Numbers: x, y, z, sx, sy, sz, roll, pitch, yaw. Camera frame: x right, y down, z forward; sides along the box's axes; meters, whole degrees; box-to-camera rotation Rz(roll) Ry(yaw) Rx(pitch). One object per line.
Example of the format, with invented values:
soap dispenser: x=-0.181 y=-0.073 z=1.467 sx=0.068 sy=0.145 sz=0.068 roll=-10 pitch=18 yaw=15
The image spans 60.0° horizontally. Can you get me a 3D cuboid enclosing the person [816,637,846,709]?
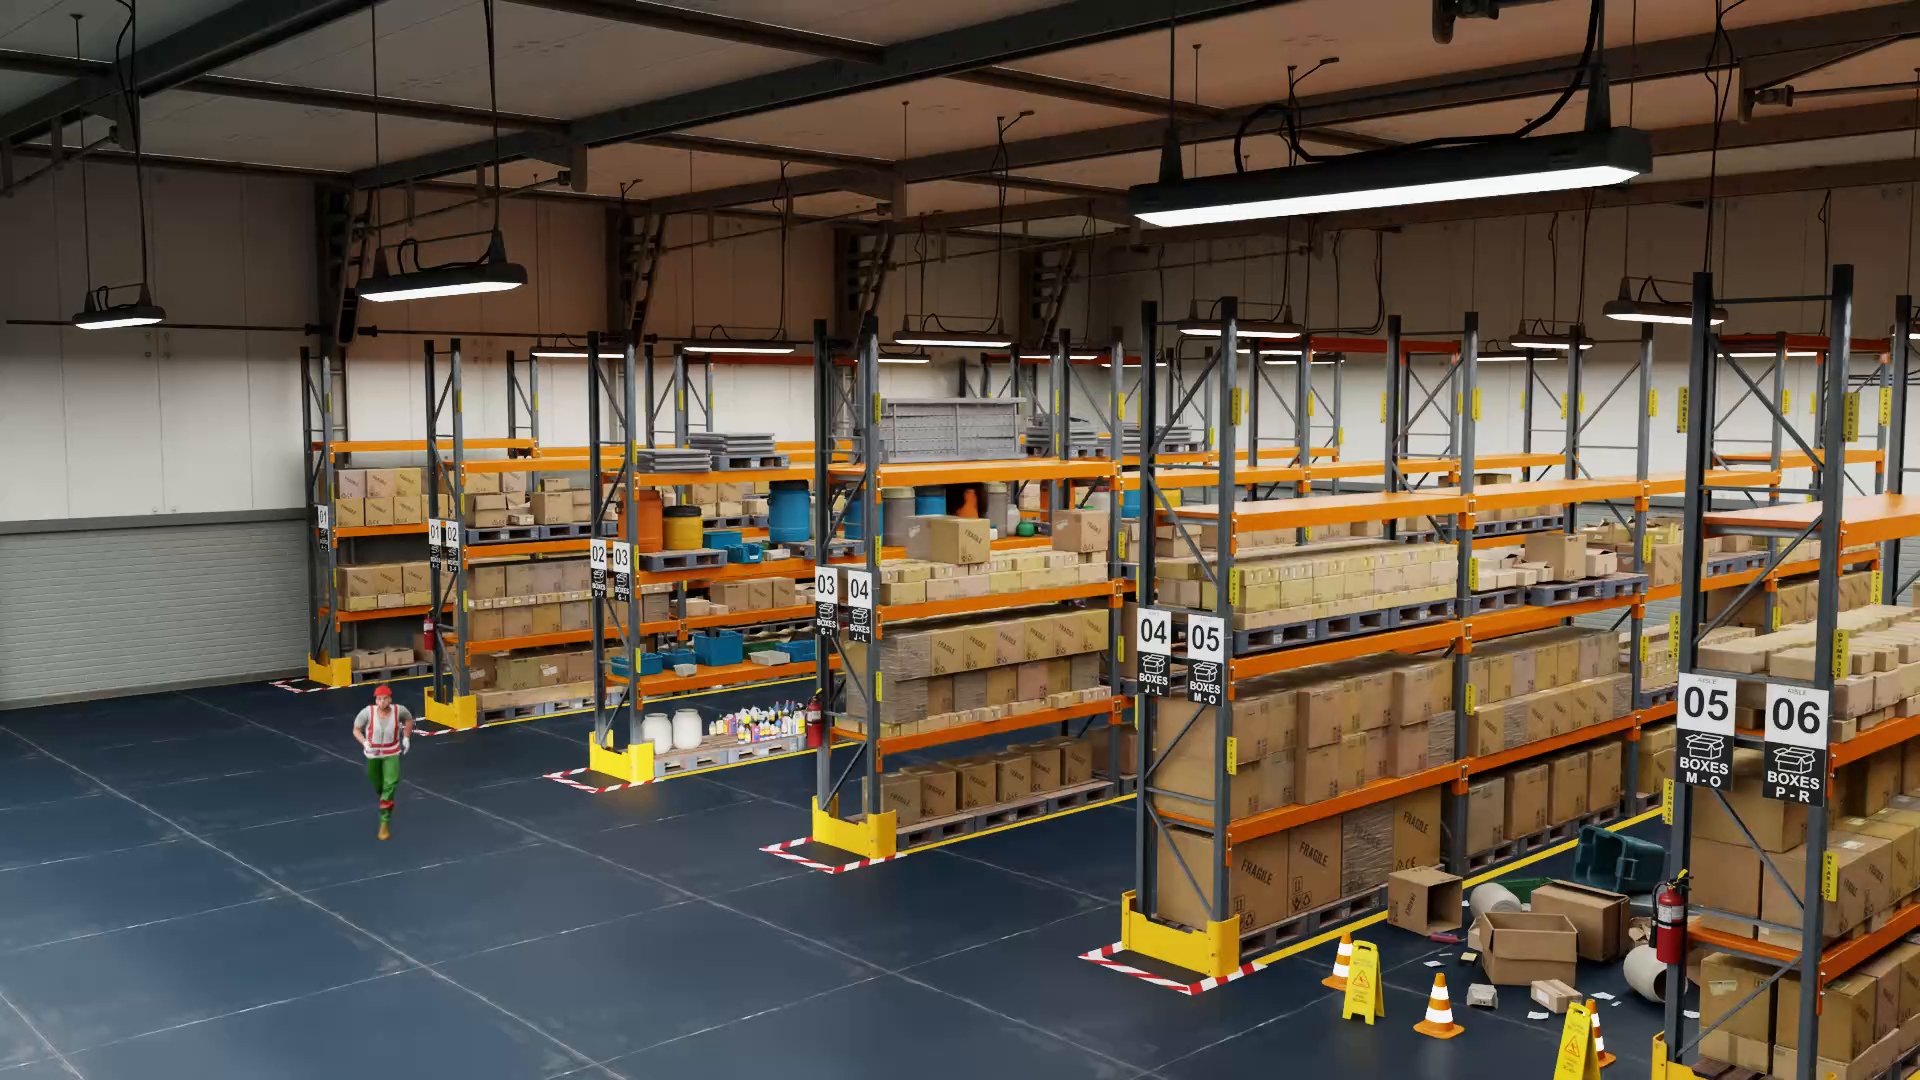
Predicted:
person: x=-2.156 y=1.975 z=27.088 sx=0.638 sy=1.633 sz=0.578 roll=-4 pitch=6 yaw=-36

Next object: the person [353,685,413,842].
person: x=-6.814 y=2.560 z=19.665 sx=0.659 sy=1.772 sz=1.137 roll=-1 pitch=5 yaw=-14
